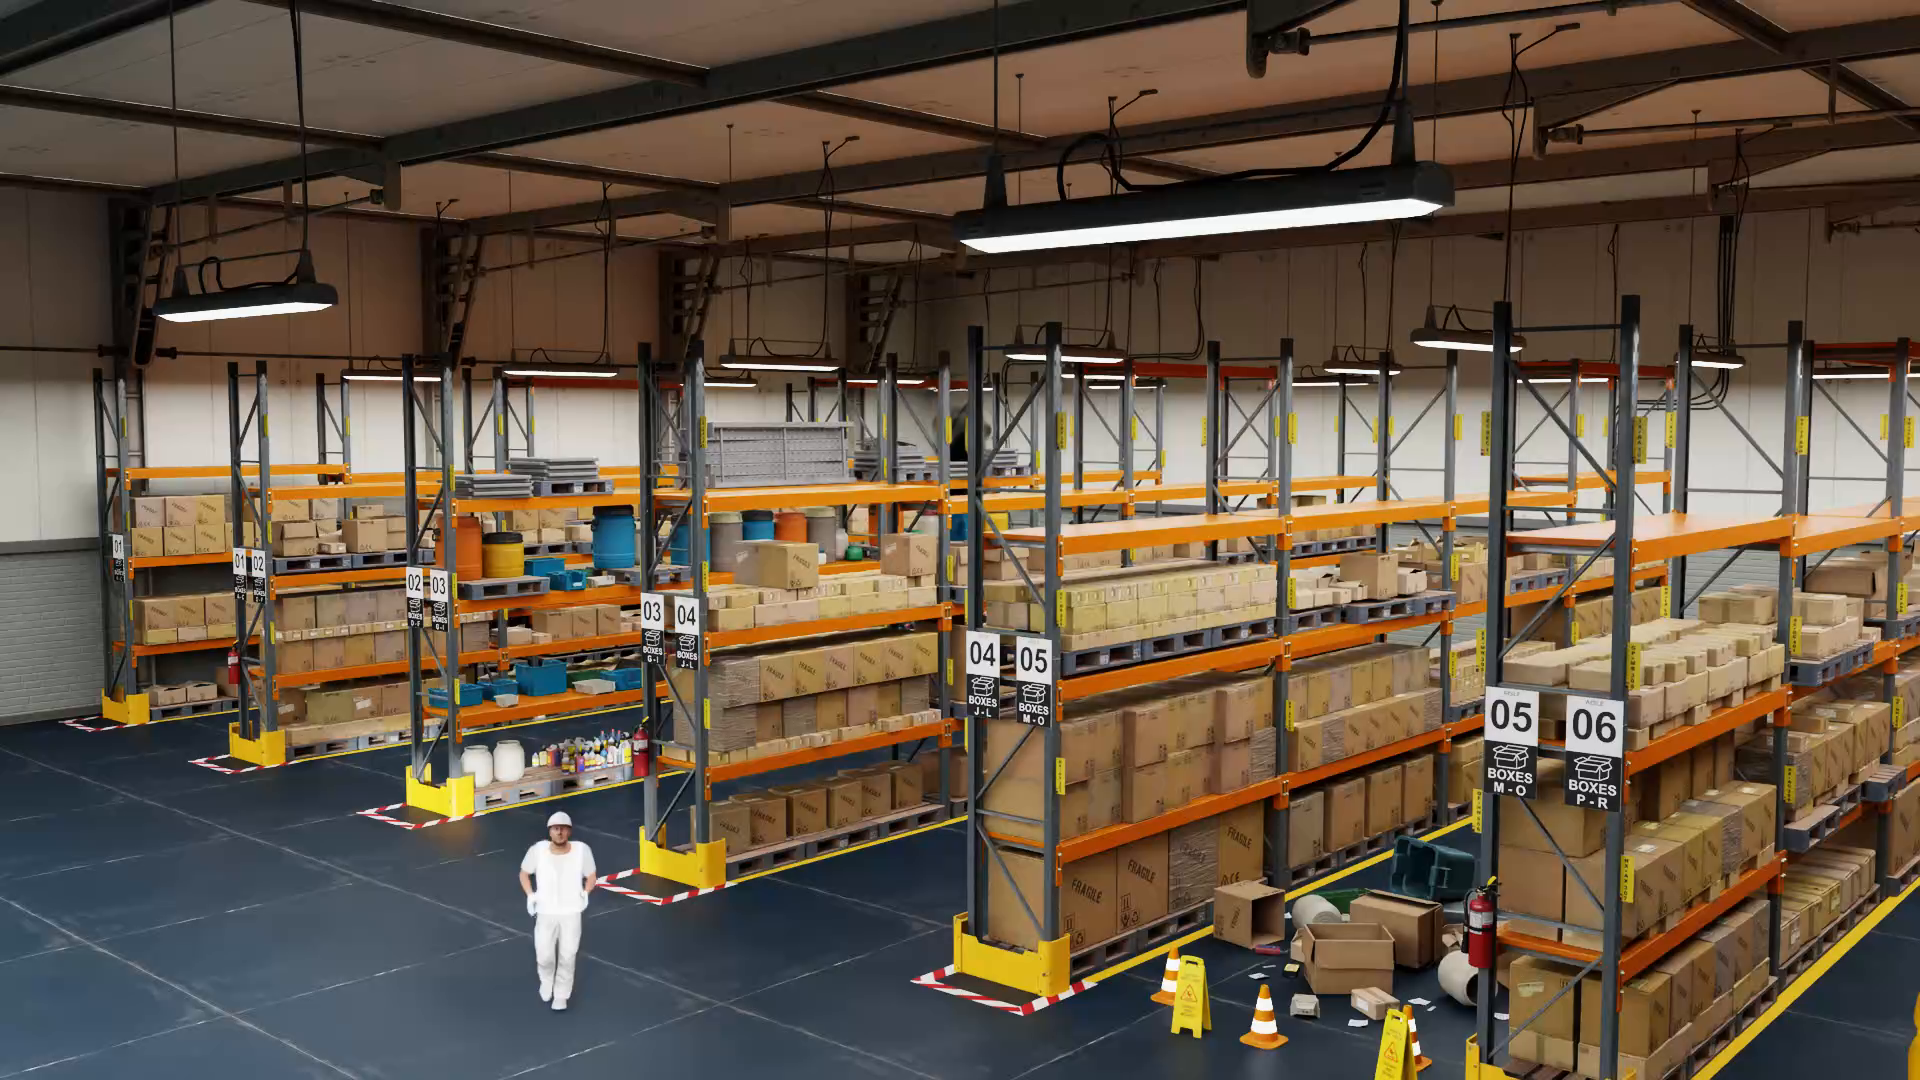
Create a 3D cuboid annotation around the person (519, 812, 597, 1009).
[{"bbox_3d":[-3.479,3.227,14.433,0.656,1.736,0.582,-1,4,-15],"label":"person"}]
